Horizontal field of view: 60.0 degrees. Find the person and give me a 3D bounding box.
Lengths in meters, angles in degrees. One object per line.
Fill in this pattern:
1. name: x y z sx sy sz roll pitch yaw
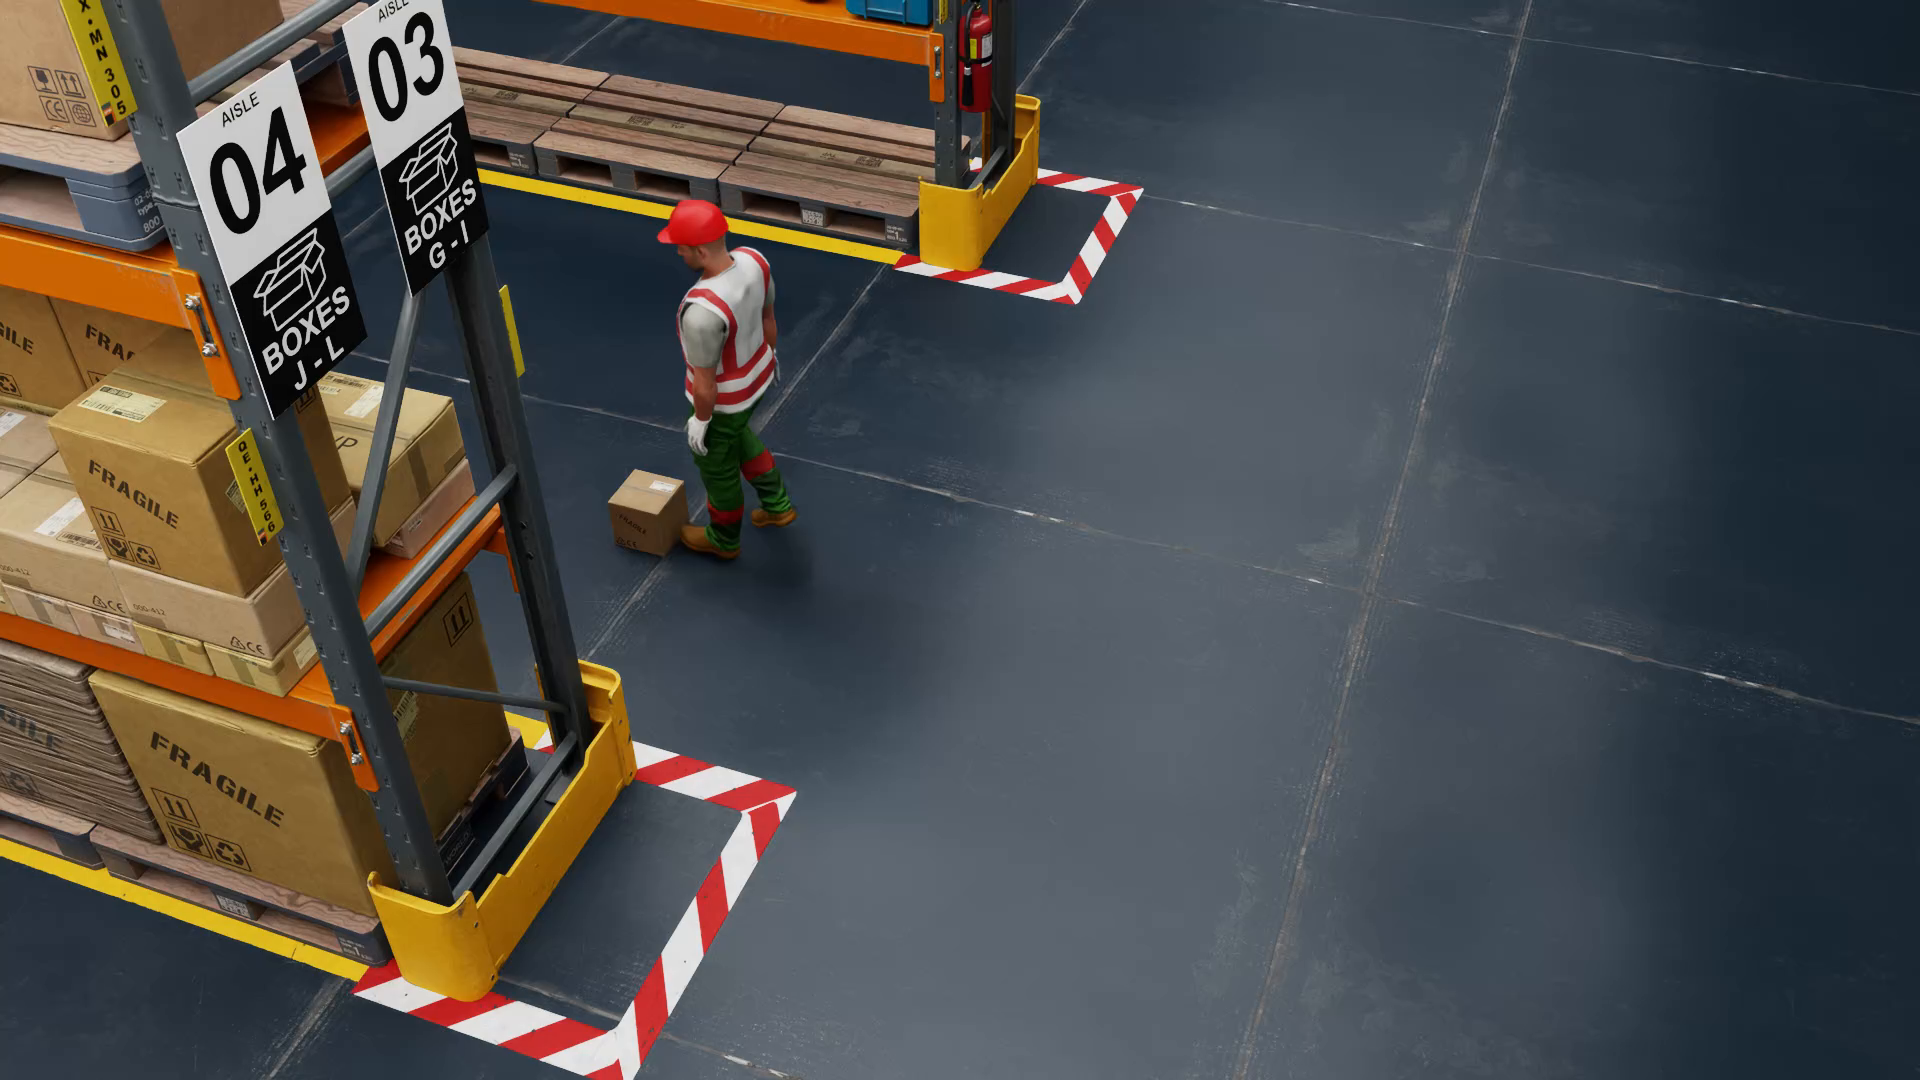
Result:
1. person: -1.016 -0.632 6.832 0.500 1.785 0.581 16 44 18
